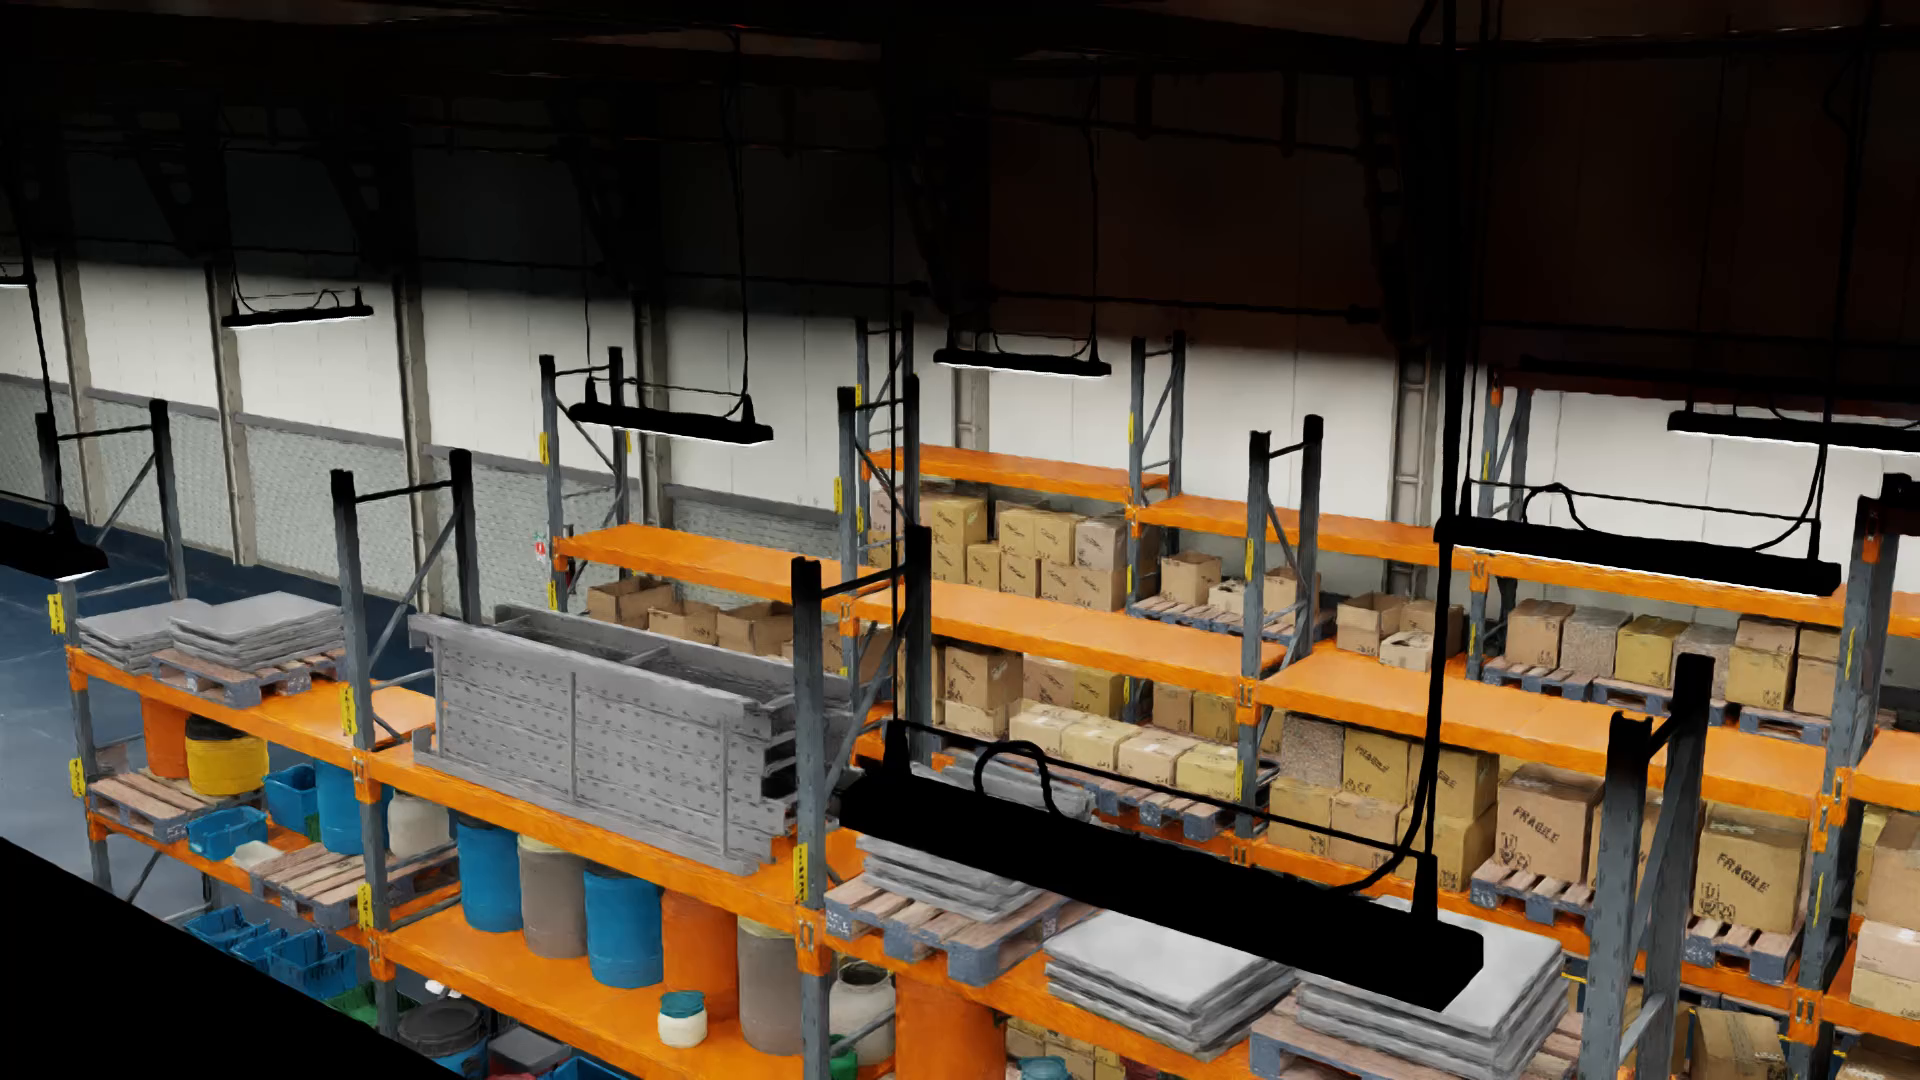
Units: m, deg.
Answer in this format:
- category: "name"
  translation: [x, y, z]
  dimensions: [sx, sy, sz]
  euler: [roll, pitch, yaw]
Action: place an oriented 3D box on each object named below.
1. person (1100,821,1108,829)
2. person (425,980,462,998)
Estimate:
- category: "person"
  translation: [1.397, 3.142, 18.003]
  dimensions: [0.860, 1.658, 0.691]
  euler: [5, 14, 20]
- category: "person"
  translation: [-4.649, 3.569, 16.068]
  dimensions: [1.030, 1.735, 0.635]
  euler: [3, 13, 14]
